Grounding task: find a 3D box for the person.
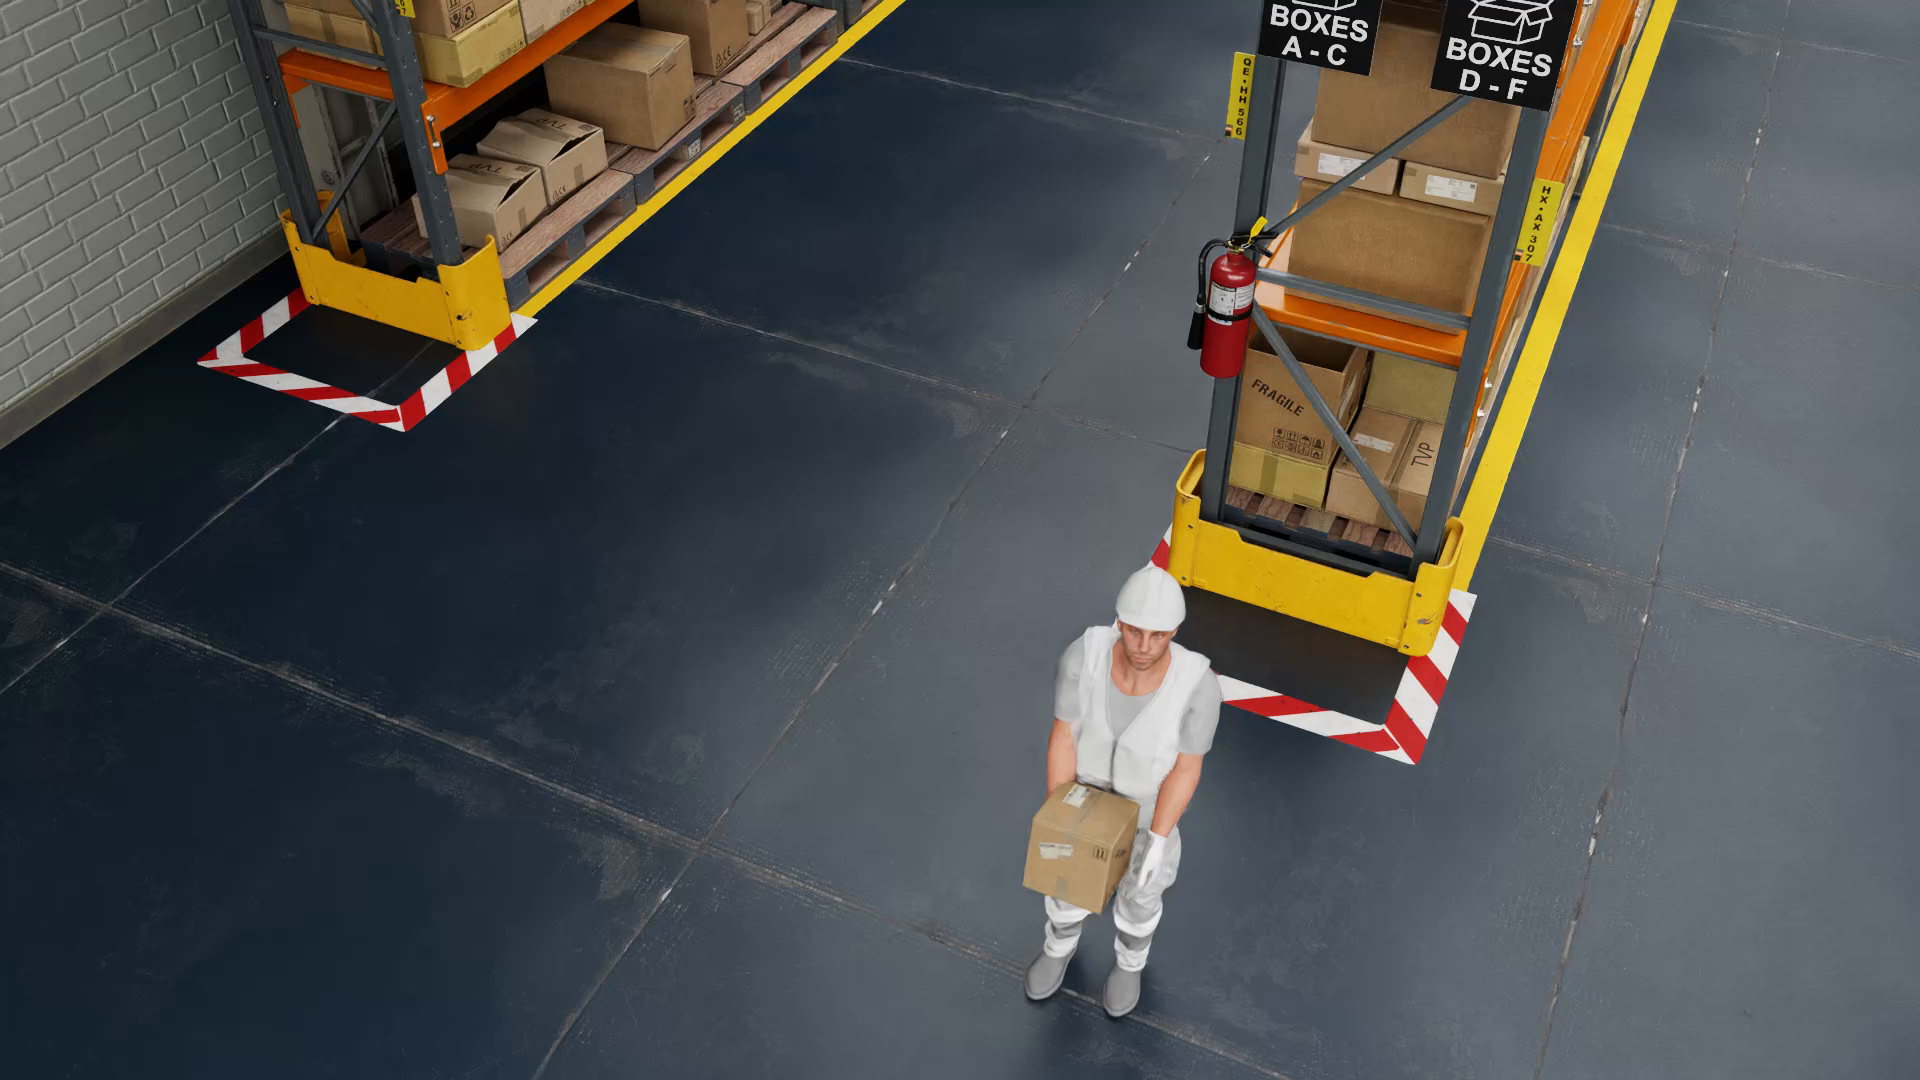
[{"bbox_3d":[0.482,0.870,5.159,0.514,1.793,0.550,12,43,14],"label":"person"}]
